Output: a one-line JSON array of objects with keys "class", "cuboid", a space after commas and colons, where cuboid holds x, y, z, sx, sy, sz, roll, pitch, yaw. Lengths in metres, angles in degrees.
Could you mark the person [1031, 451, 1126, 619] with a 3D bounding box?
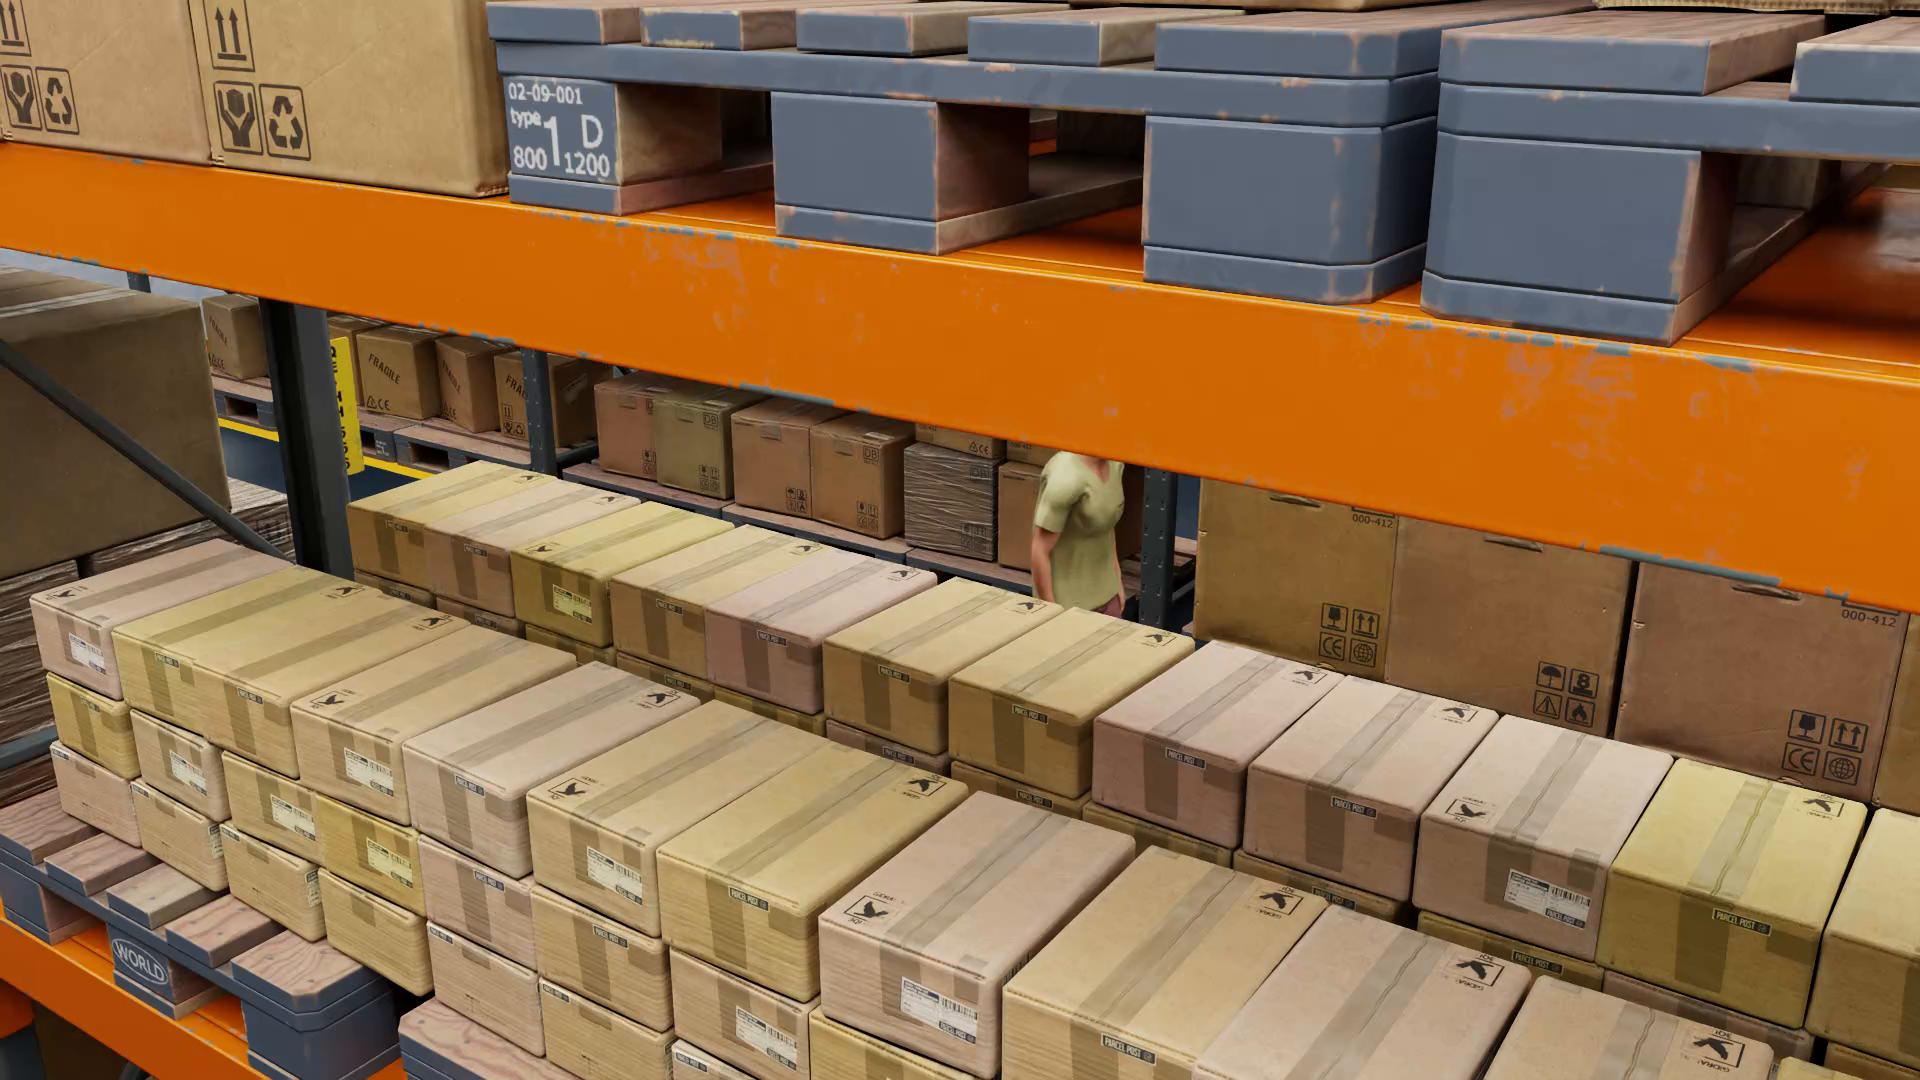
[{"class": "person", "cuboid": [0.466, 0.237, 5.919, 0.405, 1.673, 0.499, 13, 24, 32]}]
